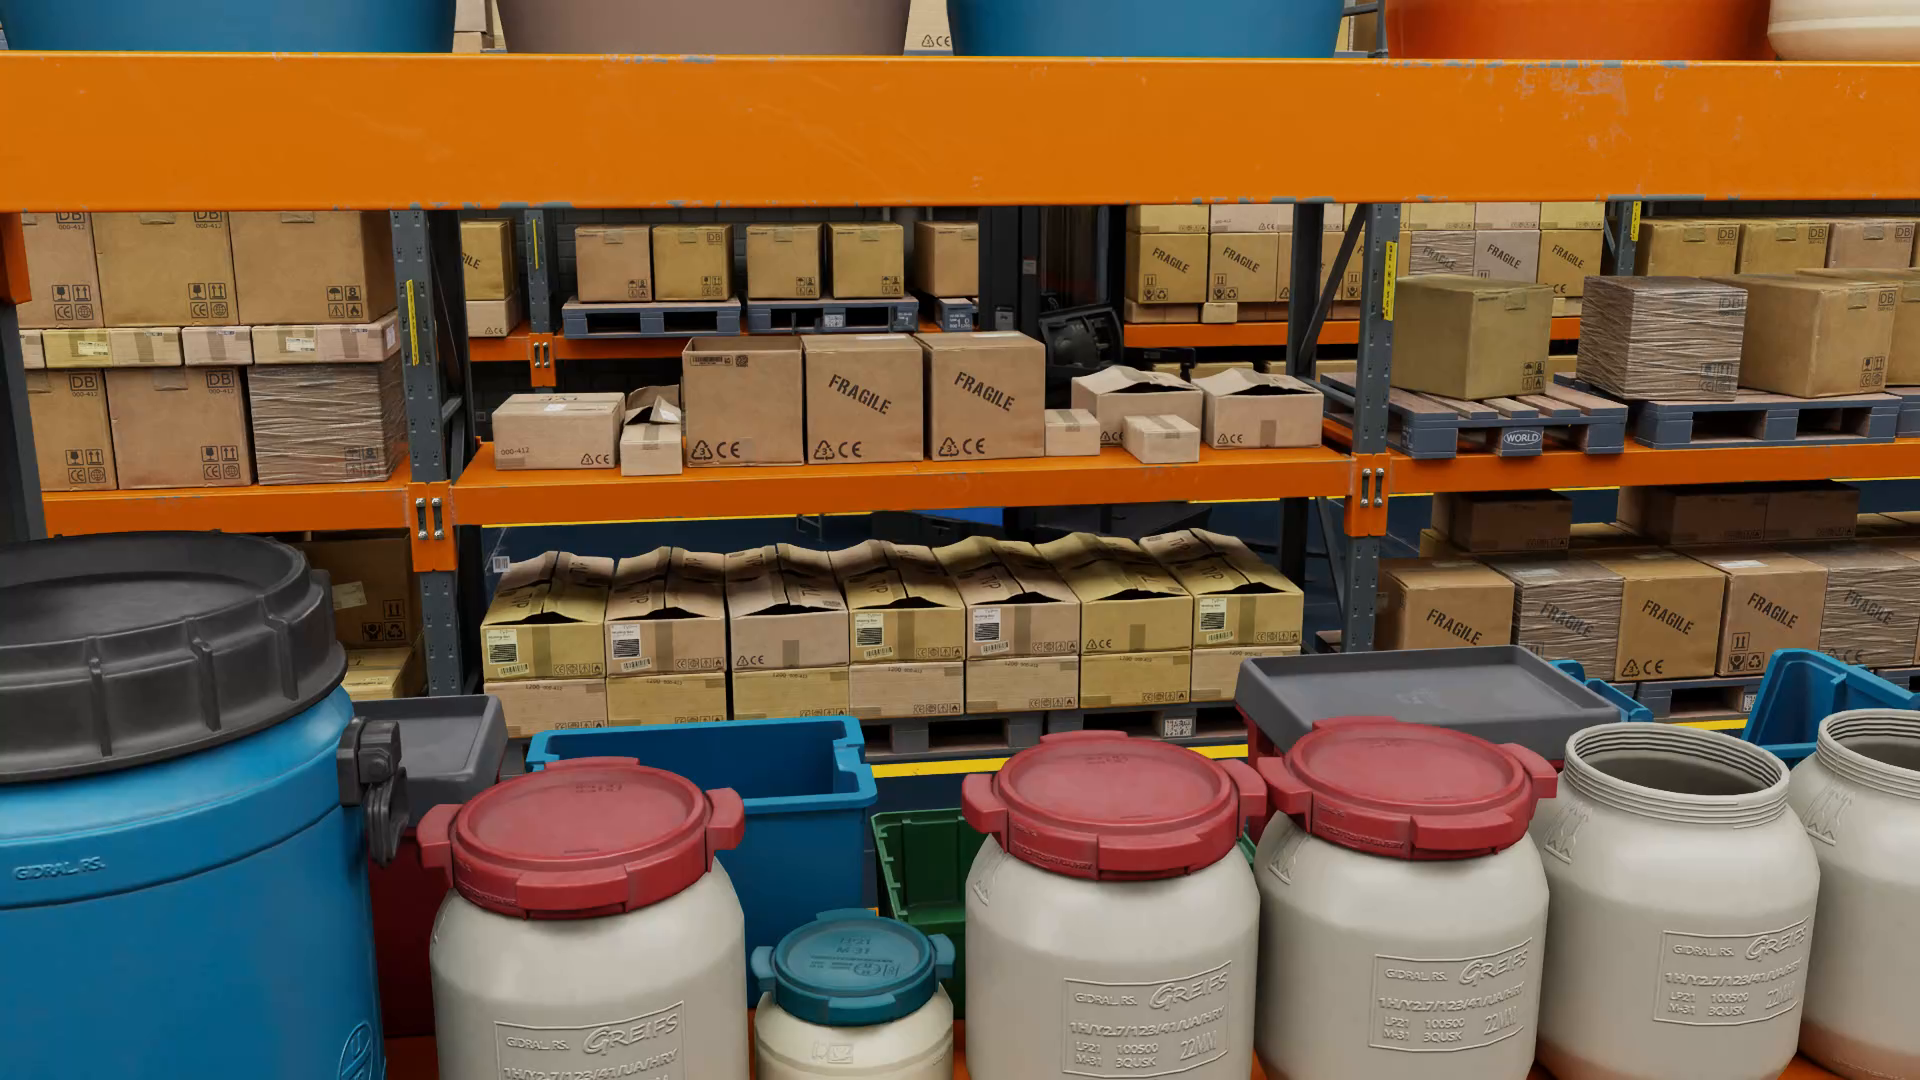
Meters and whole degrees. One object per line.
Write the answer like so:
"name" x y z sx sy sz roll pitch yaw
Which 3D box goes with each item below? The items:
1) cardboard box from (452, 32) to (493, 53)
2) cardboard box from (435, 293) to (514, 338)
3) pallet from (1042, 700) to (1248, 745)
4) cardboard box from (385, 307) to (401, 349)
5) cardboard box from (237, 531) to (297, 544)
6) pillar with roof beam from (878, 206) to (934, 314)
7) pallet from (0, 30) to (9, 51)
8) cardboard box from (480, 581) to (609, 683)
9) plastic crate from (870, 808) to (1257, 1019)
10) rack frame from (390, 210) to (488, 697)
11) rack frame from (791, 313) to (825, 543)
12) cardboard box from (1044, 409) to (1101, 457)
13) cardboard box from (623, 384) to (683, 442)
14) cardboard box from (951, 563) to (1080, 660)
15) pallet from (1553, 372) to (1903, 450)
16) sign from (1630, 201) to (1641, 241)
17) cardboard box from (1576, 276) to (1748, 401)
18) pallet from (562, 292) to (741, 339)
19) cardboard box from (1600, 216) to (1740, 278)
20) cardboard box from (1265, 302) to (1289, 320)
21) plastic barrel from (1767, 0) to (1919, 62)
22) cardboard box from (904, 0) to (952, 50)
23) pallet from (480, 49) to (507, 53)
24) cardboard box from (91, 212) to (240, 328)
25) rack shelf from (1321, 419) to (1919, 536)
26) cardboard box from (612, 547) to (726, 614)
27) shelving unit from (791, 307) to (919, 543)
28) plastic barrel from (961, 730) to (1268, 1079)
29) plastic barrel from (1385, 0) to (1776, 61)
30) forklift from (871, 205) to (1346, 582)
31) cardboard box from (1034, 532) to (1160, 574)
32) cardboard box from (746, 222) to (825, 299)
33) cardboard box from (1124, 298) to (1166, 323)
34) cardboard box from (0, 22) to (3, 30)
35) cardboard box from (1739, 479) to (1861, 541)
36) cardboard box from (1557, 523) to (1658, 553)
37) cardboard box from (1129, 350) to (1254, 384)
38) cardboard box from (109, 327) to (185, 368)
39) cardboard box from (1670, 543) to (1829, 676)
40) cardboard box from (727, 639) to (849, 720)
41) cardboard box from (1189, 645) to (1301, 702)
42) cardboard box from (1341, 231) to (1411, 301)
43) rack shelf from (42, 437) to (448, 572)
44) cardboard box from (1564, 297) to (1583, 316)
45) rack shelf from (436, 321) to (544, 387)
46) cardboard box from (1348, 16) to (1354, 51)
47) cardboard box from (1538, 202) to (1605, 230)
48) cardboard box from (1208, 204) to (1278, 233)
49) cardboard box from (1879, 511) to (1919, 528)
"cardboard box" -3.428 -3.150 11.203 0.500 0.500 0.500 -2 14 -7
"cardboard box" -3.386 -1.562 11.549 0.500 0.250 0.500 -2 14 -8
"pallet" 0.914 0.705 7.977 1.213 0.211 1.003 -2 14 -8
"cardboard box" -2.516 -0.923 7.198 0.250 0.149 0.380 -2 14 -8
"cardboard box" -3.220 0.205 7.487 0.500 0.500 0.500 -2 14 -8
"pillar with roof beam" 0.220 -3.895 8.253 0.400 9.000 9.100 -2 14 -8
"pallet" -3.061 -1.898 6.640 1.213 0.211 1.003 -2 14 -8
"cardboard box" -1.775 0.380 7.178 0.500 0.311 0.500 -2 14 -8
"plastic crate" 0.193 0.640 2.938 0.662 0.188 0.450 -2 14 -8
"rack frame" -2.221 -0.523 7.142 0.127 3.000 1.000 -2 14 -8
"rack frame" -1.018 -0.751 11.131 0.023 1.500 0.400 -8 16 -29
"cardboard box" 0.482 -0.487 7.512 0.250 0.149 0.380 -1 14 -4
"cardboard box" -1.379 -0.534 7.461 0.258 0.266 0.396 -2 14 -10
"cardboard box" 0.241 0.306 7.471 0.500 0.311 0.500 -2 14 -9
"pallet" 3.657 -0.647 8.029 1.213 0.211 1.003 -2 14 -8
"sign" 5.038 -2.398 12.398 0.005 0.325 0.100 -2 14 -8
"cardboard box" 3.273 -0.958 7.805 0.500 0.500 0.700 1 14 2
"pallet" -2.185 -1.614 11.887 1.213 0.211 1.003 -2 14 -8
"cardboard box" 5.487 -2.166 13.075 0.700 0.700 0.980 -2 14 -7
"cardboard box" 2.364 -1.750 12.510 0.250 0.149 0.380 -2 14 -7
"plastic barrel" 1.246 -0.762 2.213 0.301 0.262 0.301 0 14 0
"cardboard box" -0.321 -2.164 6.962 0.500 0.250 0.500 -3 14 -13
"pallet" -1.351 -1.920 6.940 1.217 0.209 0.805 -3 14 -11
"cardboard box" -3.158 -1.165 6.827 0.500 0.500 0.700 -2 14 -8
"rack shelf" 3.712 -0.392 8.096 4.000 0.370 1.077 -2 14 -8
"cardboard box" -1.350 0.231 7.772 0.500 0.311 0.500 -2 14 -7
"shelving unit" -0.702 -0.795 11.310 0.755 1.500 0.431 -8 16 -29
"plastic barrel" 0.217 0.594 2.408 0.433 0.535 0.433 0 14 0
"plastic barrel" 0.977 -1.139 2.546 0.708 0.830 0.600 -2 14 -8
"forklift" 0.924 -1.248 10.172 3.031 2.935 1.130 9 17 33
"cardboard box" 0.654 0.159 8.057 0.500 0.311 0.500 -2 14 -10
"cardboard box" -1.254 -2.037 12.067 0.500 0.500 0.700 0 14 -1
"cardboard box" 1.353 -1.704 12.324 0.250 0.149 0.380 -2 14 -9
"cardboard box" -3.868 -2.271 6.579 0.637 0.503 0.797 -1 14 -2
"cardboard box" 4.186 -0.183 8.476 0.500 0.250 0.500 -2 14 -8
"cardboard box" 3.136 0.222 8.405 0.500 0.500 0.500 -3 14 -10
"cardboard box" 1.739 -1.016 12.661 0.750 0.750 0.750 -2 14 -9
"cardboard box" -3.221 -0.797 6.693 0.250 0.149 0.380 -2 14 -8
"cardboard box" 3.756 0.326 7.991 0.500 0.500 0.500 -3 14 -10
"cardboard box" -0.768 0.614 7.396 0.500 0.250 0.500 -3 14 -10
"cardboard box" 1.250 0.540 7.693 0.500 0.250 0.500 -2 14 -7
"cardboard box" 3.035 -2.073 12.465 0.500 0.500 0.500 -2 14 -7
"rack shelf" -4.199 -0.102 6.940 4.000 0.370 1.077 -2 14 -8
"cardboard box" 4.656 -1.812 12.756 0.250 0.149 0.380 -2 14 -8
"rack shelf" -4.940 -1.293 11.691 4.000 0.370 1.077 -2 14 -8
"cardboard box" 3.016 -3.677 12.443 0.500 0.500 0.700 -2 14 -8
"cardboard box" 4.524 -2.492 12.594 0.500 0.250 0.500 -2 14 -7
"cardboard box" 2.011 -2.400 12.225 0.500 0.250 0.500 -2 14 -9
"cardboard box" 5.175 0.145 8.712 0.500 0.500 0.500 -3 14 -11
